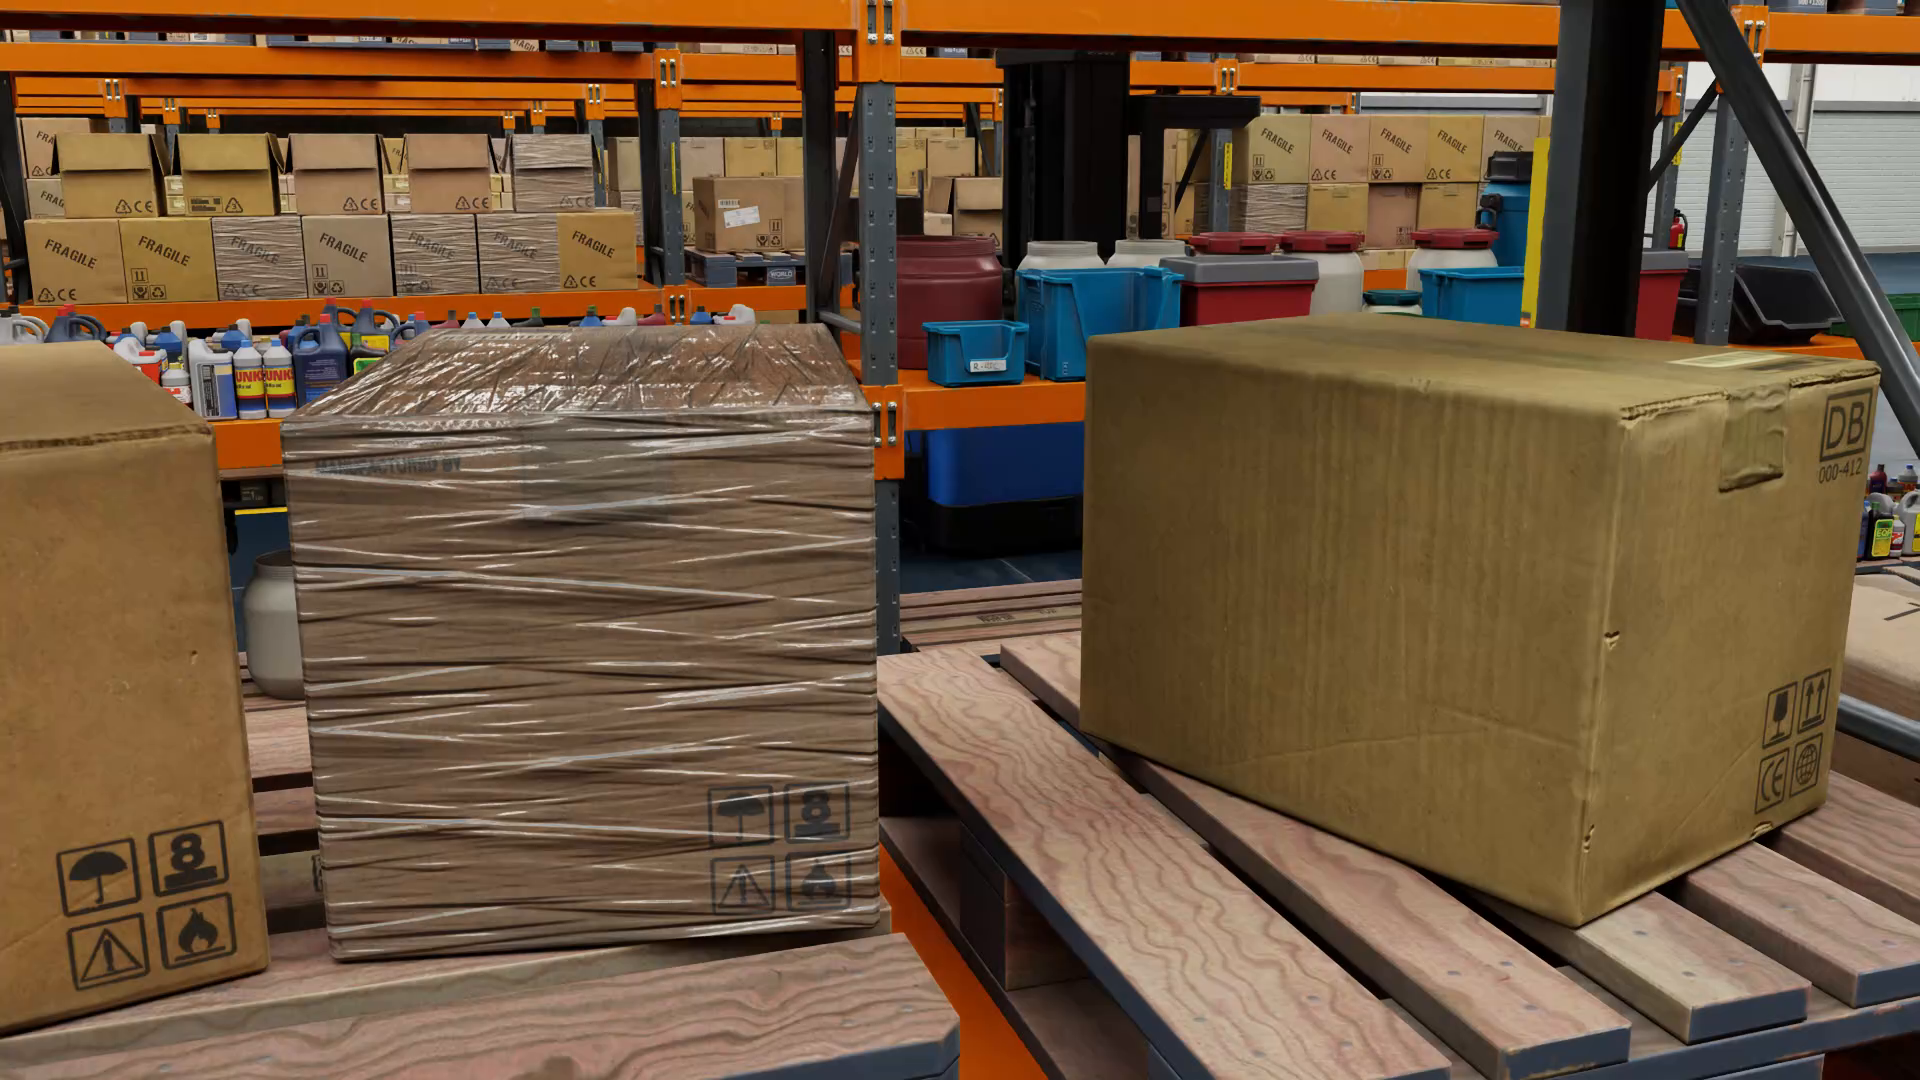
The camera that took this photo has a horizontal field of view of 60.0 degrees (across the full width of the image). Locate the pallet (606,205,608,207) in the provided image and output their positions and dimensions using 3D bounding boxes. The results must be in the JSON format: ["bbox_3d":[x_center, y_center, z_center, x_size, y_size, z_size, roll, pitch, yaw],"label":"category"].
[{"bbox_3d":[-4.556,-4.120,20.895,1.003,0.211,1.213,-4,14,-18],"label":"pallet"}]

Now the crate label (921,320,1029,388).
[{"bbox_3d":[0.062,-0.745,6.654,0.416,0.233,0.303,-4,14,-18],"label":"crate label"}]

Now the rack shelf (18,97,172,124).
[{"bbox_3d":[-10.884,-4.804,18.428,4.000,0.370,1.077,-4,14,-18],"label":"rack shelf"}]

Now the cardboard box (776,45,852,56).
[{"bbox_3d":[-1.023,-3.367,11.156,0.500,0.250,0.500,-4,14,-17],"label":"cardboard box"}]

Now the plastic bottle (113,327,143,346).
[{"bbox_3d":[-3.096,-0.658,6.204,0.097,0.271,0.097,0,13,0],"label":"plastic bottle"}]

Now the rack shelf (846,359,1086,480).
[{"bbox_3d":[1.439,-0.675,7.553,4.000,0.370,1.077,-4,14,-18],"label":"rack shelf"}]

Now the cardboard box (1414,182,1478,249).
[{"bbox_3d":[3.615,-2.588,13.181,0.500,0.500,0.875,-4,14,-18],"label":"cardboard box"}]

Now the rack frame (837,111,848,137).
[{"bbox_3d":[-1.406,-4.432,21.795,0.127,3.000,1.000,-4,14,-18],"label":"rack frame"}]

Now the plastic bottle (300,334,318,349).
[{"bbox_3d":[-2.333,-0.604,5.978,0.097,0.271,0.097,0,13,0],"label":"plastic bottle"}]

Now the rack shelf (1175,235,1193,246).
[{"bbox_3d":[2.164,-3.152,17.966,4.000,0.370,1.077,-4,14,-18],"label":"rack shelf"}]

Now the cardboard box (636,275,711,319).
[{"bbox_3d":[-2.917,-2.194,16.338,0.750,0.750,1.050,-5,14,-19],"label":"cardboard box"}]

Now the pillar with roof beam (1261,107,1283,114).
[{"bbox_3d":[6.911,-8.379,25.424,0.400,9.000,9.100,-4,14,-18],"label":"pillar with roof beam"}]

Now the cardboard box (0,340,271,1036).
[{"bbox_3d":[-1.017,0.108,1.584,0.500,0.500,0.700,-9,16,-32],"label":"cardboard box"}]

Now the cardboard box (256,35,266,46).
[{"bbox_3d":[-8.061,-5.556,18.911,0.500,0.500,0.500,-5,14,-19],"label":"cardboard box"}]

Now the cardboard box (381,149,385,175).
[{"bbox_3d":[-7.042,-4.466,19.559,0.500,0.500,0.500,-5,14,-19],"label":"cardboard box"}]

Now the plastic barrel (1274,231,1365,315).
[{"bbox_3d":[1.662,-1.162,7.752,0.433,0.535,0.433,0,13,0],"label":"plastic barrel"}]

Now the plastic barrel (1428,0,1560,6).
[{"bbox_3d":[2.302,-2.742,7.124,0.600,0.901,0.600,0,13,0],"label":"plastic barrel"}]

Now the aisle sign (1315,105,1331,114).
[{"bbox_3d":[4.031,-4.985,18.501,0.004,0.787,0.394,-4,14,-18],"label":"aisle sign"}]

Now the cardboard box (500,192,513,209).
[{"bbox_3d":[-4.098,-3.129,15.309,0.250,0.149,0.380,-4,14,-16],"label":"cardboard box"}]

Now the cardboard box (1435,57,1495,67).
[{"bbox_3d":[3.734,-3.737,12.715,0.500,0.250,0.500,-5,14,-19],"label":"cardboard box"}]

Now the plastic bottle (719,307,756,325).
[{"bbox_3d":[-0.922,-0.823,6.887,0.135,0.276,0.152,-4,14,-18],"label":"plastic bottle"}]

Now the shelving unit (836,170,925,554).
[{"bbox_3d":[-0.508,-0.963,9.152,0.503,2.100,0.431,-6,15,-25],"label":"shelving unit"}]

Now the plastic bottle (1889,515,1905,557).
[{"bbox_3d":[4.686,-0.023,8.356,0.097,0.201,0.097,0,13,0],"label":"plastic bottle"}]

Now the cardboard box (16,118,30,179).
[{"bbox_3d":[-8.161,-3.310,14.057,0.500,0.500,0.500,-5,14,-20],"label":"cardboard box"}]

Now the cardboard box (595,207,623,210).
[{"bbox_3d":[-2.584,-2.036,11.504,0.500,0.500,0.500,-4,14,-16],"label":"cardboard box"}]

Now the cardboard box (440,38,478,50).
[{"bbox_3d":[-4.453,-4.429,15.083,0.500,0.500,0.500,-4,14,-18],"label":"cardboard box"}]

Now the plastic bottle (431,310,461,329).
[{"bbox_3d":[-2.080,-0.784,6.710,0.133,0.283,0.061,-4,14,-18],"label":"plastic bottle"}]

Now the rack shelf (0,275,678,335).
[{"bbox_3d":[-3.932,-1.466,10.879,4.000,0.370,1.077,-4,14,-18],"label":"rack shelf"}]

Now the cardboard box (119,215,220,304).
[{"bbox_3d":[-4.836,-1.733,10.232,0.500,0.500,0.500,-4,14,-18],"label":"cardboard box"}]

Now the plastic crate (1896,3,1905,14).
[{"bbox_3d":[4.726,-2.711,8.644,0.396,0.136,0.243,-4,14,-18],"label":"plastic crate"}]

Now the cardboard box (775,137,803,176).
[{"bbox_3d":[-1.645,-3.739,16.502,0.500,0.500,0.700,-5,14,-19],"label":"cardboard box"}]

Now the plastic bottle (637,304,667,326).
[{"bbox_3d":[-1.296,-0.845,6.966,0.133,0.283,0.061,-4,14,-18],"label":"plastic bottle"}]

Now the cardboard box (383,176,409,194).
[{"bbox_3d":[-5.067,-3.199,14.958,0.250,0.149,0.380,-4,14,-15],"label":"cardboard box"}]

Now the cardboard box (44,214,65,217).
[{"bbox_3d":[-5.472,-1.811,10.560,0.500,0.500,0.500,-4,14,-18],"label":"cardboard box"}]

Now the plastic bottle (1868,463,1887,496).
[{"bbox_3d":[5.087,-0.282,9.266,0.133,0.283,0.061,-4,14,-17],"label":"plastic bottle"}]

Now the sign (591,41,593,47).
[{"bbox_3d":[-3.352,-4.651,15.113,0.005,0.325,0.100,-4,14,-18],"label":"sign"}]

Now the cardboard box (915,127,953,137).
[{"bbox_3d":[-0.429,-5.130,21.708,0.500,0.500,0.700,-4,14,-18],"label":"cardboard box"}]

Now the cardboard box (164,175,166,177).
[{"bbox_3d":[-9.517,-4.395,19.261,0.500,0.500,0.500,-4,14,-18],"label":"cardboard box"}]

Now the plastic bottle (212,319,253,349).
[{"bbox_3d":[-2.806,-0.713,6.426,0.135,0.276,0.152,-4,14,-18],"label":"plastic bottle"}]

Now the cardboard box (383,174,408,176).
[{"bbox_3d":[-5.268,-3.341,15.558,0.250,0.149,0.380,-4,14,-16],"label":"cardboard box"}]

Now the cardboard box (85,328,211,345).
[{"bbox_3d":[-5.228,-0.891,10.589,0.875,0.875,1.225,-4,14,-18],"label":"cardboard box"}]

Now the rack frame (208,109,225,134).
[{"bbox_3d":[-10.575,-4.930,23.888,0.127,3.000,1.000,-4,14,-18],"label":"rack frame"}]

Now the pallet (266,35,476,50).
[{"bbox_3d":[-3.689,-3.189,10.492,1.213,0.211,1.003,-4,14,-15],"label":"pallet"}]

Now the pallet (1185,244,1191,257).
[{"bbox_3d":[0.984,-2.141,12.576,1.213,0.211,1.003,-4,14,-18],"label":"pallet"}]

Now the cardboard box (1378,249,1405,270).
[{"bbox_3d":[3.231,-2.184,12.886,0.250,0.149,0.380,-4,14,-18],"label":"cardboard box"}]

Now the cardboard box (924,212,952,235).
[{"bbox_3d":[-0.375,-2.168,11.693,0.500,0.250,0.500,-5,14,-20],"label":"cardboard box"}]

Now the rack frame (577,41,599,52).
[{"bbox_3d":[-3.523,-5.977,15.326,0.127,3.000,1.000,-4,14,-18],"label":"rack frame"}]

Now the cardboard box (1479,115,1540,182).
[{"bbox_3d":[4.156,-3.065,13.025,0.500,0.500,0.500,-4,14,-18],"label":"cardboard box"}]

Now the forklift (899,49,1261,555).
[{"bbox_3d":[1.063,-1.558,9.859,3.031,2.935,1.130,-6,15,-25],"label":"forklift"}]

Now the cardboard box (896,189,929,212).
[{"bbox_3d":[-0.620,-3.268,16.685,0.500,0.500,0.500,-5,14,-19],"label":"cardboard box"}]

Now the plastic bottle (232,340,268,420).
[{"bbox_3d":[-2.472,-0.558,5.785,0.097,0.271,0.097,0,13,0],"label":"plastic bottle"}]

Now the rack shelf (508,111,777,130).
[{"bbox_3d":[-4.888,-6.482,25.486,4.000,0.370,1.077,-4,14,-18],"label":"rack shelf"}]
